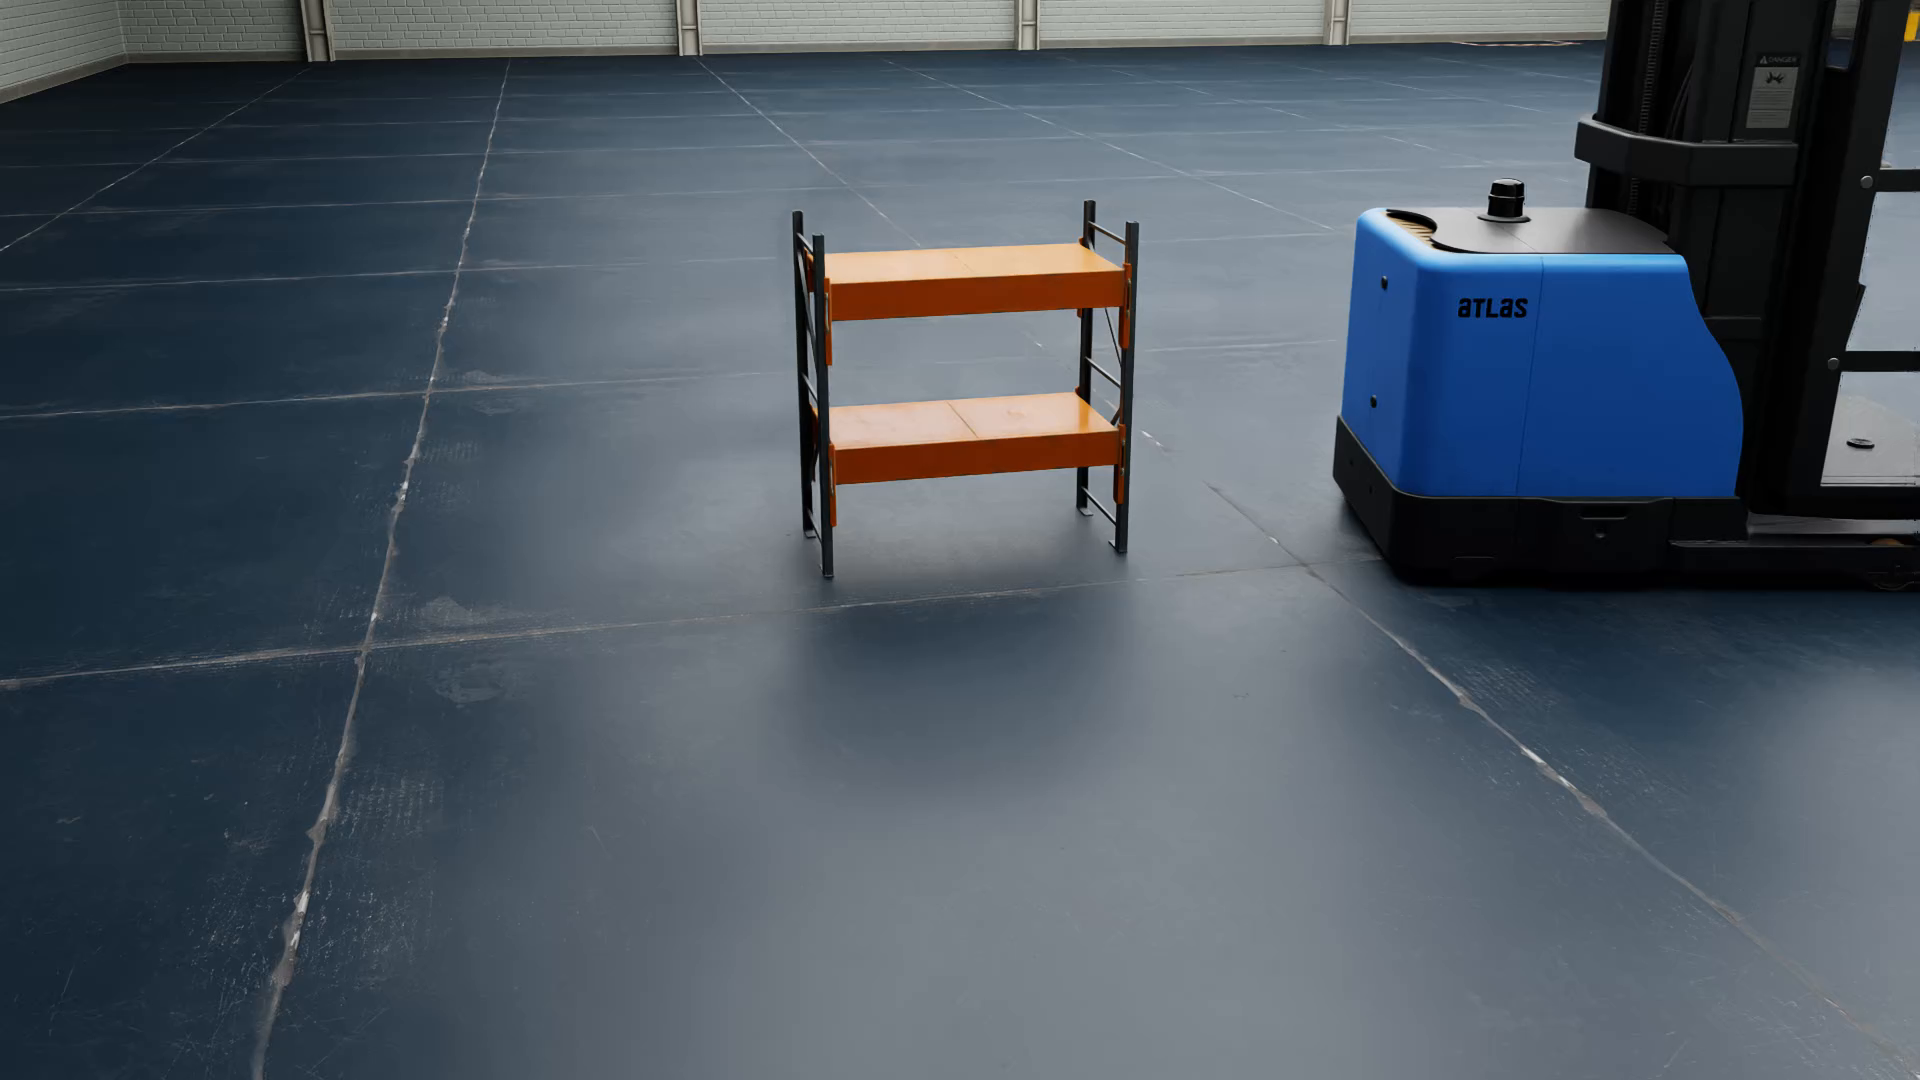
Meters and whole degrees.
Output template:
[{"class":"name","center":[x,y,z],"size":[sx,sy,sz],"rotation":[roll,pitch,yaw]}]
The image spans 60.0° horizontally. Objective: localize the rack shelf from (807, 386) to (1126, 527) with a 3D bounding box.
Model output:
[{"class":"rack shelf","center":[0.007,-0.299,5.707],"size":[1.000,0.278,0.538],"rotation":[-5,21,-12]}]

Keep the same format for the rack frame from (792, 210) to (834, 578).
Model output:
[{"class":"rack frame","center":[-0.488,-0.488,5.513],"size":[0.032,1.125,0.500],"rotation":[-5,21,-12]}]

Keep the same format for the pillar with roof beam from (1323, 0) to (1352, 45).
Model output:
[{"class":"pillar with roof beam","center":[8.031,-12.080,25.709],"size":[0.400,9.000,9.100],"rotation":[-5,21,-12]}]

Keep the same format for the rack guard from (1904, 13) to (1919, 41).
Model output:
[{"class":"rack guard","center":[18.310,-10.141,32.772],"size":[0.348,0.500,1.175],"rotation":[-5,21,-12]}]

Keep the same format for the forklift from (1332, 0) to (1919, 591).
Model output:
[{"class":"forklift","center":[2.913,-1.396,5.364],"size":[3.031,2.935,1.130],"rotation":[0,20,0]}]

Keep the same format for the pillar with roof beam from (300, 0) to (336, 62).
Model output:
[{"class":"pillar with roof beam","center":[-9.486,-10.655,21.820],"size":[0.400,9.000,9.100],"rotation":[-5,21,-12]}]

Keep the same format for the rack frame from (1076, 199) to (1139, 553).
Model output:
[{"class":"rack frame","center":[0.501,-0.569,5.732],"size":[0.032,1.125,0.500],"rotation":[-5,21,-12]}]

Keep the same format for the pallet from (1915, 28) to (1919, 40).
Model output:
[{"class":"pallet","center":[19.109,-10.058,32.965],"size":[1.213,0.211,1.003],"rotation":[-5,21,-12]}]

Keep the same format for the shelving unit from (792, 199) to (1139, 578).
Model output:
[{"class":"shelving unit","center":[0.007,-0.529,5.623],"size":[1.048,1.125,0.538],"rotation":[-5,21,-12]}]

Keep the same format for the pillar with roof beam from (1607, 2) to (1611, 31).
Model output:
[{"class":"pillar with roof beam","center":[13.870,-12.555,27.006],"size":[0.400,9.000,9.100],"rotation":[-5,21,-12]}]

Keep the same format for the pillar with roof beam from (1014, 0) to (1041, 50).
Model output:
[{"class":"pillar with roof beam","center":[2.192,-11.605,24.413],"size":[0.400,9.000,9.100],"rotation":[-5,21,-12]}]

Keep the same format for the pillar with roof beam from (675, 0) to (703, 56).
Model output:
[{"class":"pillar with roof beam","center":[-3.647,-11.130,23.116],"size":[0.400,9.000,9.100],"rotation":[-5,21,-12]}]

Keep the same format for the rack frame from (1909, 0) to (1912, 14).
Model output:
[{"class":"rack frame","center":[18.236,-11.309,32.326],"size":[0.127,3.000,1.000],"rotation":[-5,21,-12]}]

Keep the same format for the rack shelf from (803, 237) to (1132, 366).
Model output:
[{"class":"rack shelf","center":[0.007,-0.804,5.522],"size":[1.000,0.278,0.538],"rotation":[-5,21,-12]}]

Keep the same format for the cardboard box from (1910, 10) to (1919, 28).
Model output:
[{"class":"cardboard box","center":[18.930,-10.278,32.780],"size":[0.500,0.311,0.500],"rotation":[-7,21,-19]}]
